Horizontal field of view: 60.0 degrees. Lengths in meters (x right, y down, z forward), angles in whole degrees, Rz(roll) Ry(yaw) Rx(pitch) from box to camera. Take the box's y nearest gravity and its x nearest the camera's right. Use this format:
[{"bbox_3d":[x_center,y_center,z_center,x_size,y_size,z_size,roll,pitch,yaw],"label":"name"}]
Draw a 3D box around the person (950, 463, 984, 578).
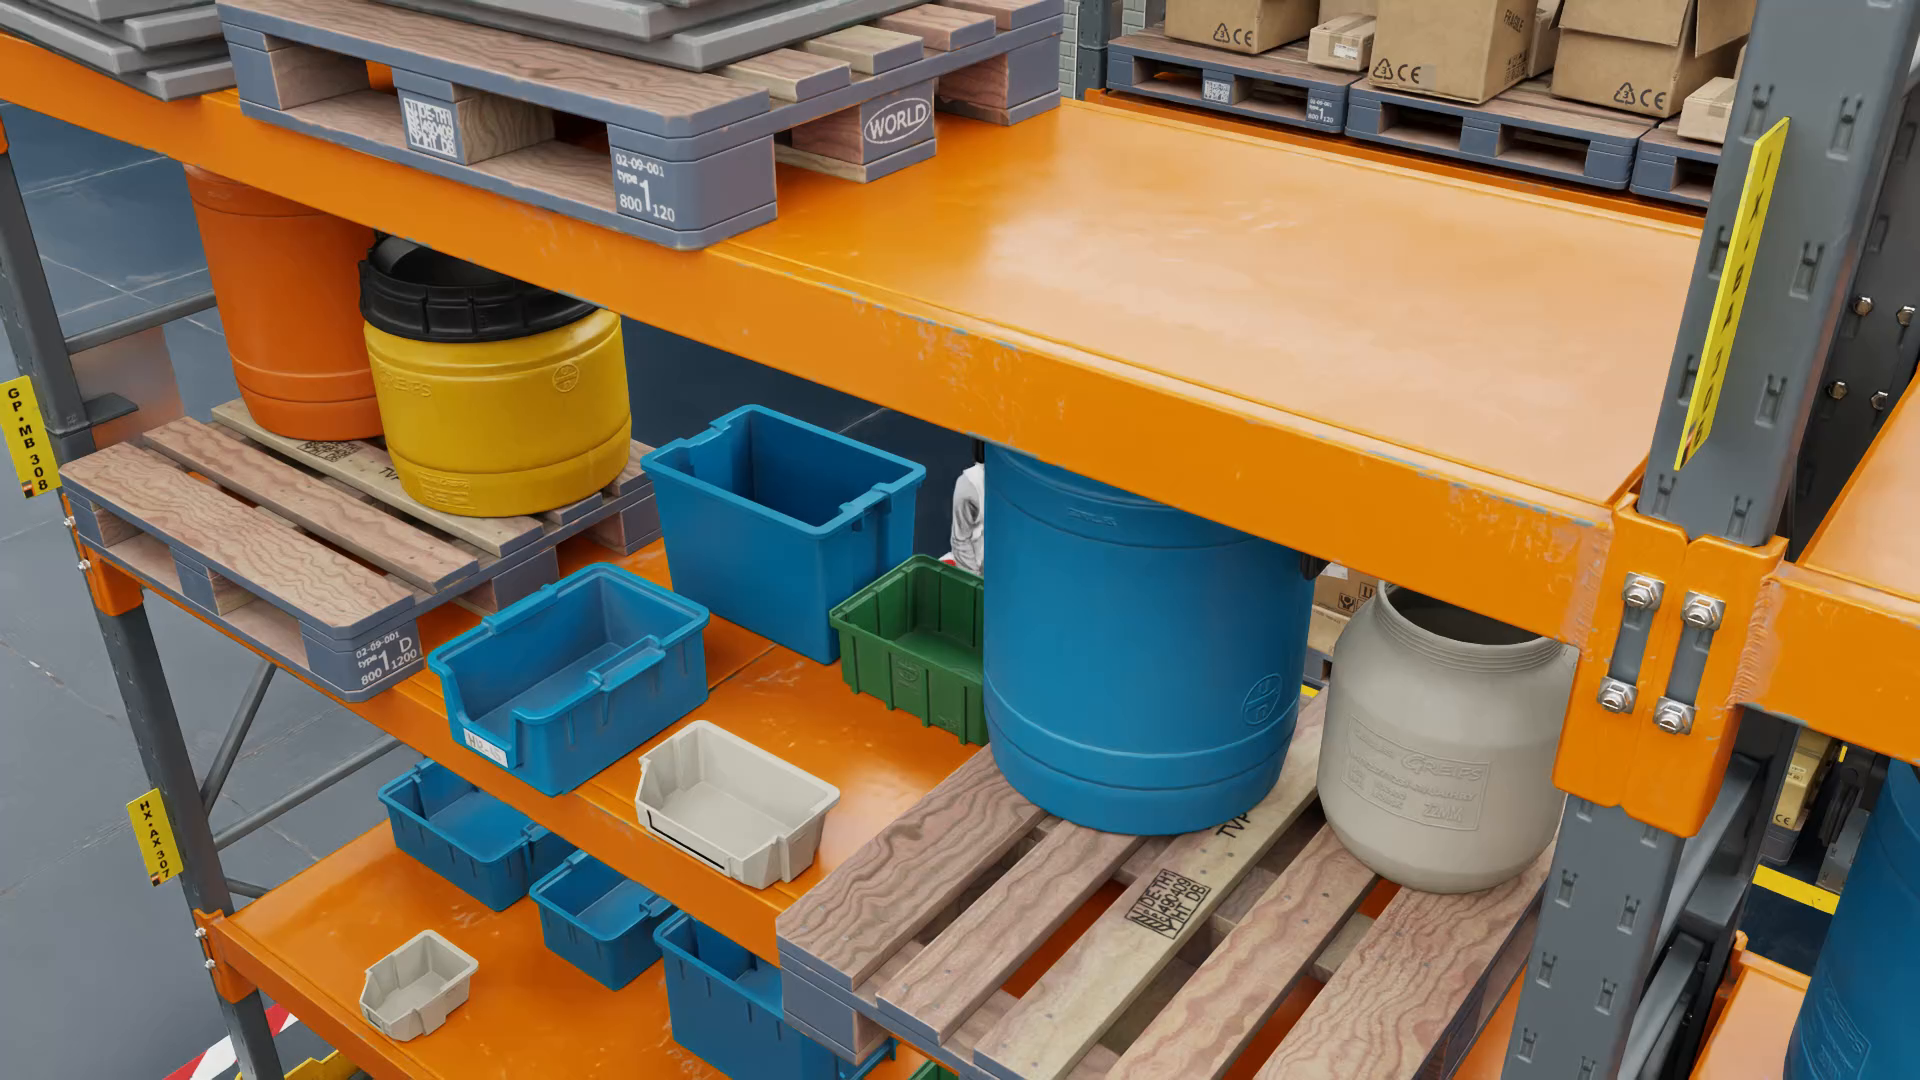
[{"bbox_3d":[0.240,0.148,7.843,0.621,1.737,0.777,-6,31,-10],"label":"person"}]
